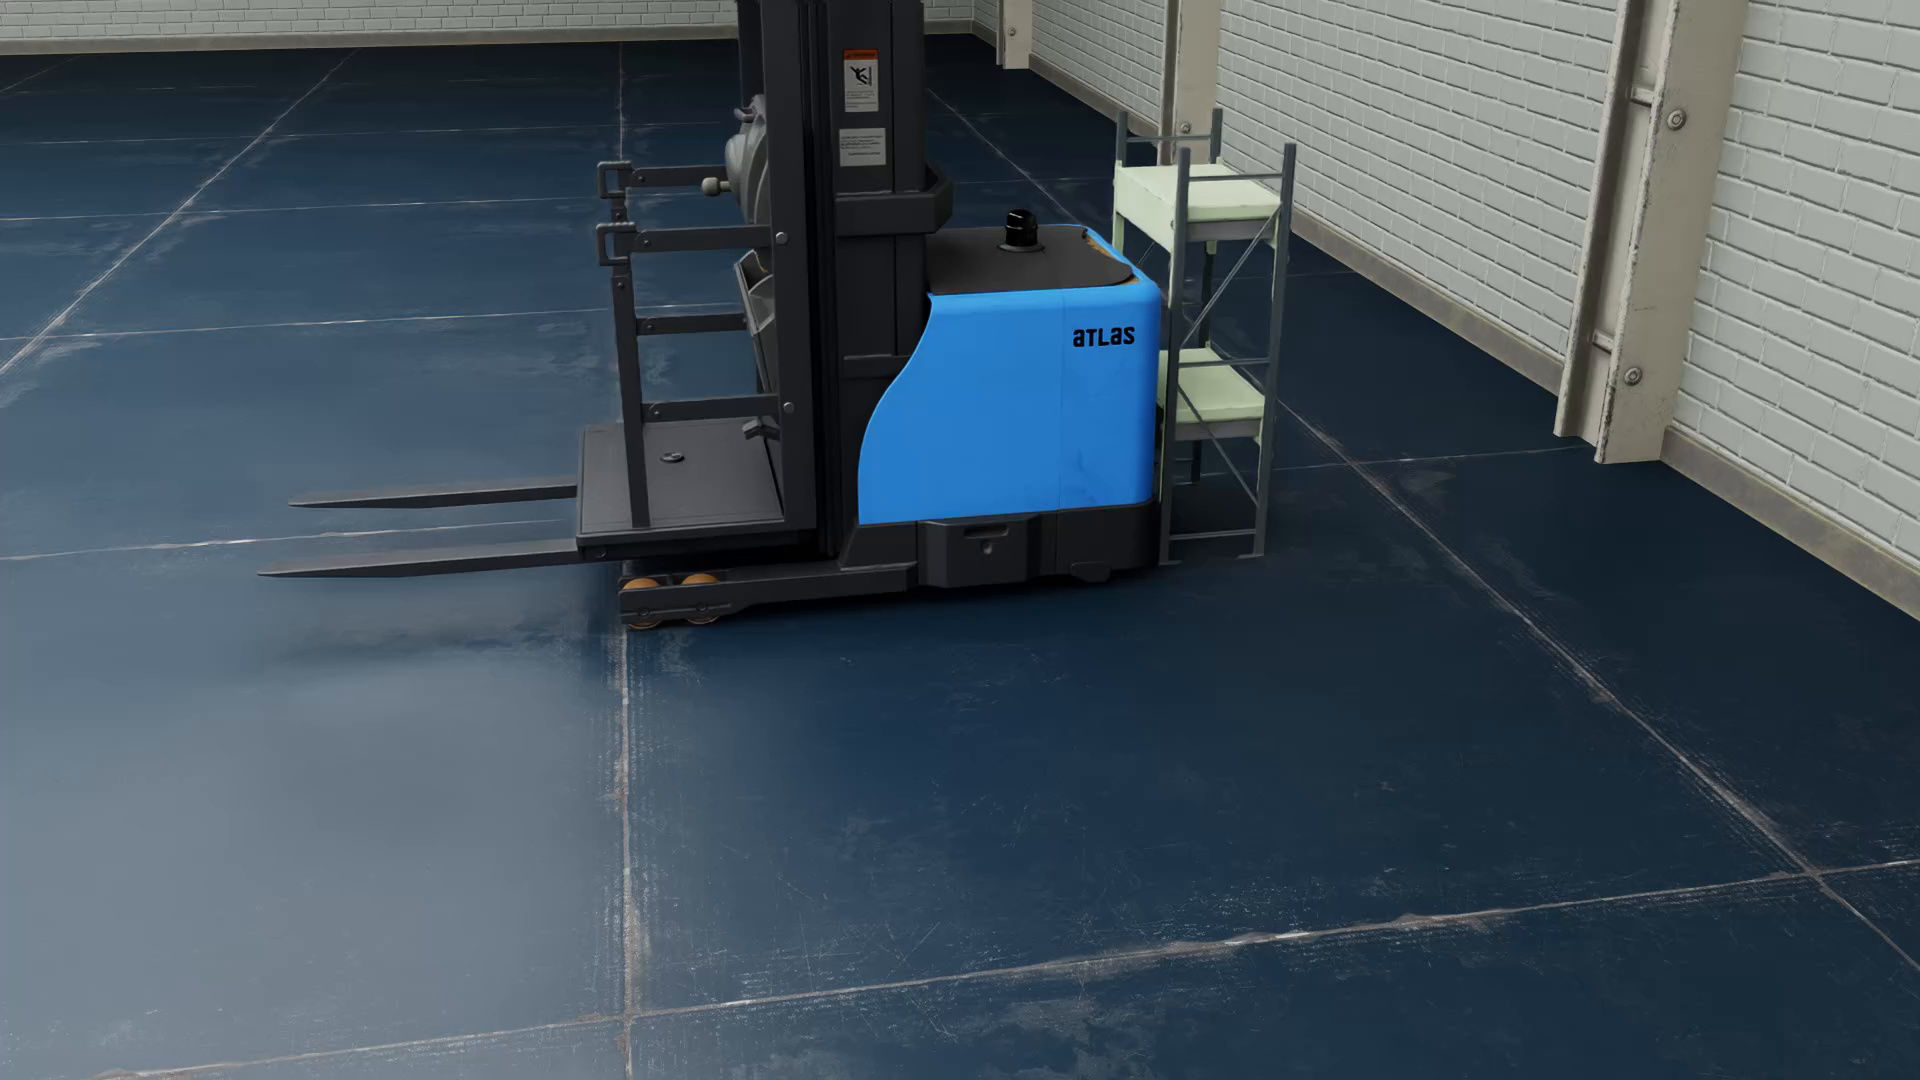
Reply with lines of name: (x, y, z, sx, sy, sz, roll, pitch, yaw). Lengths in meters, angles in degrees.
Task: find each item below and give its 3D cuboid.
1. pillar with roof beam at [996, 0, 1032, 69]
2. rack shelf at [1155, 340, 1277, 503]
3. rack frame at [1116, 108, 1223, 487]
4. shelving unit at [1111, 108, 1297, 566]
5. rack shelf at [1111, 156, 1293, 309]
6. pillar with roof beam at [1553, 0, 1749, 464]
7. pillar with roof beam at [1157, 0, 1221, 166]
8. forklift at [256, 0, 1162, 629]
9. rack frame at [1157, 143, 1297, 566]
pillar with roof beam: (-3.647, -8.933, 15.461, 9.100, 9.000, 0.400, -4, 24, -10)
rack shelf: (0.846, -0.457, 6.238, 0.431, 0.370, 0.720, -4, 24, -10)
rack frame: (0.777, -0.900, 6.437, 0.400, 1.500, 0.023, -4, 24, -10)
shelving unit: (0.846, -0.756, 6.107, 0.431, 1.500, 0.755, -4, 24, -10)
rack shelf: (0.846, -1.114, 5.951, 0.431, 0.370, 0.720, -4, 24, -10)
pillar with roof beam: (-1.428, -4.213, 4.654, 9.100, 9.000, 0.400, -4, 24, -10)
pillar with roof beam: (-2.537, -6.573, 10.058, 9.100, 9.000, 0.400, -4, 24, -10)
forklift: (-0.881, -1.275, 5.507, 3.031, 2.935, 1.130, -4, 24, -10)
rack frame: (0.916, -0.612, 5.778, 0.400, 1.500, 0.023, -4, 24, -10)
